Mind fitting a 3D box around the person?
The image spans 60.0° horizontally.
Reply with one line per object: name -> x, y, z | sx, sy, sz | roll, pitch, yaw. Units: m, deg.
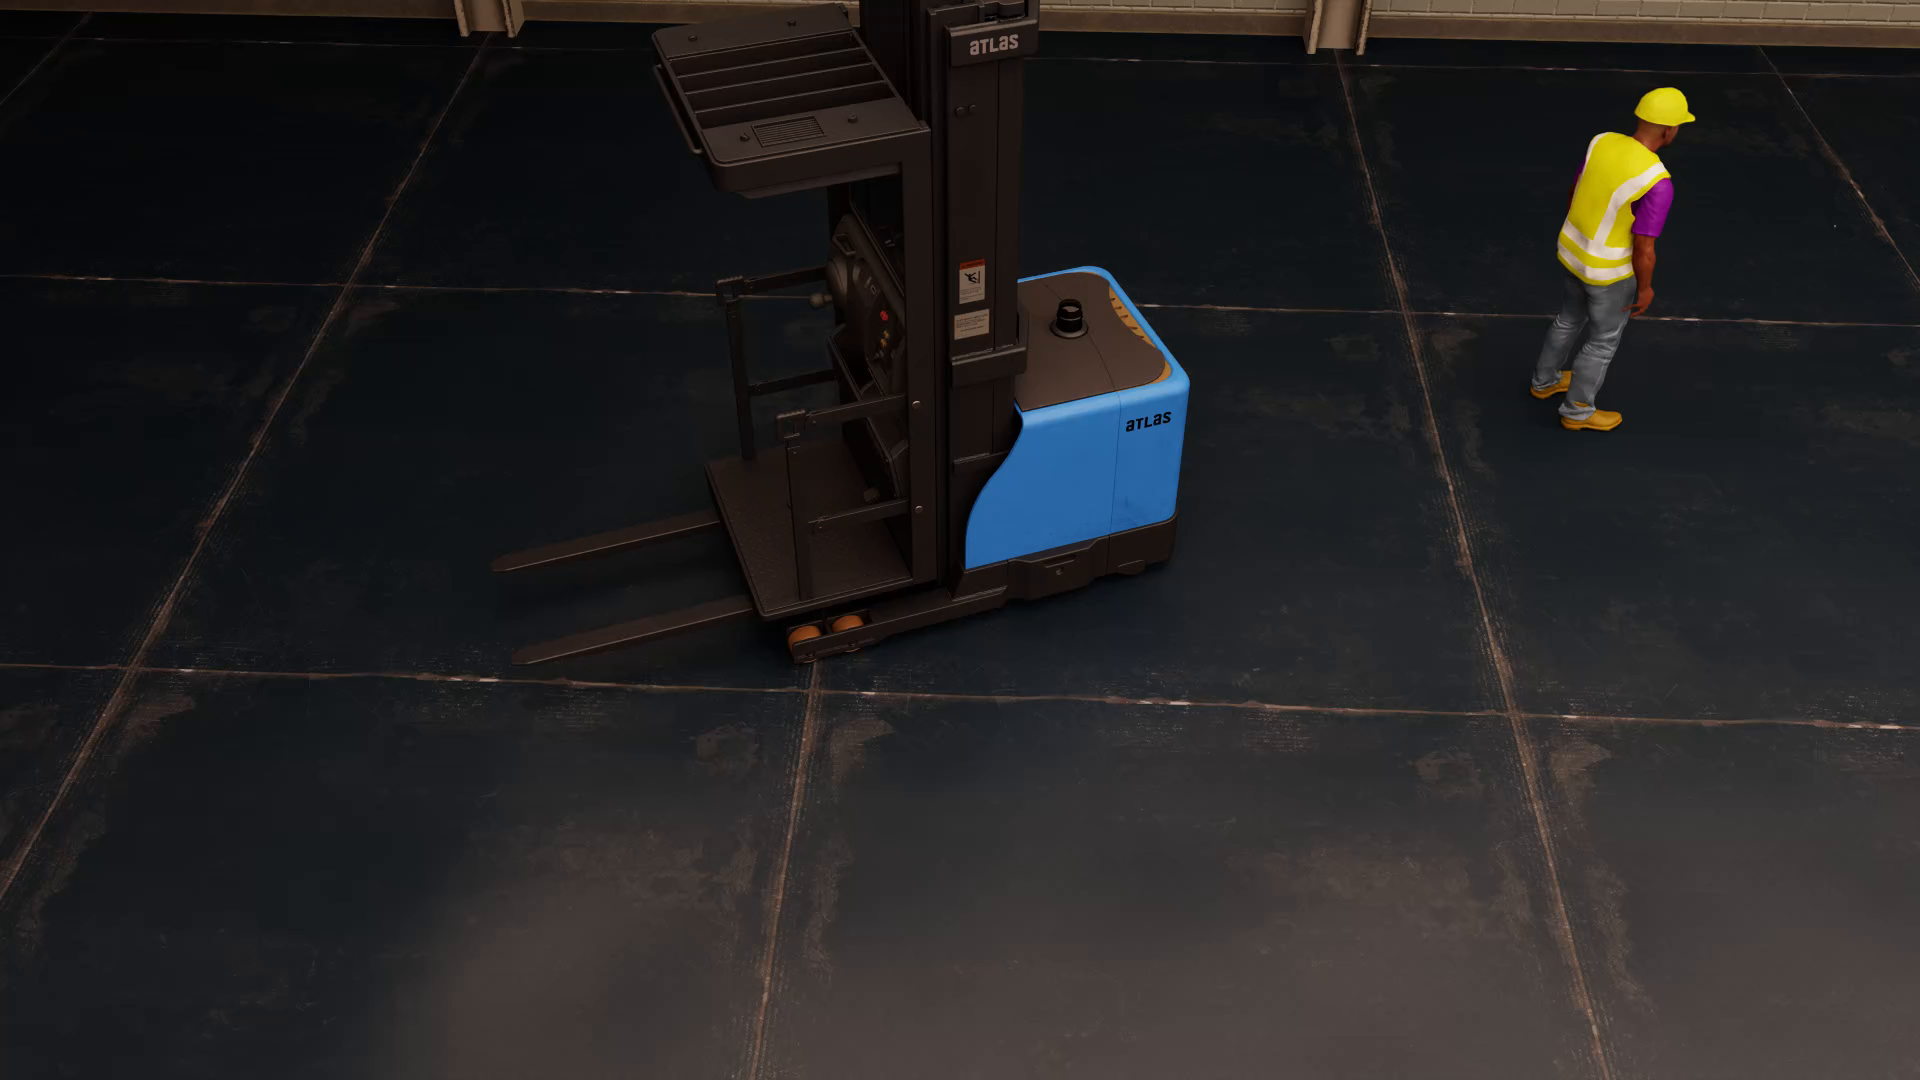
person -> 3.165, -1.369, 8.113 | 0.463, 1.760, 0.633 | -12, 44, -13

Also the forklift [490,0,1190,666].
forklift -> -0.573, -0.945, 6.778 | 3.031, 2.935, 1.130 | -13, 44, -14
